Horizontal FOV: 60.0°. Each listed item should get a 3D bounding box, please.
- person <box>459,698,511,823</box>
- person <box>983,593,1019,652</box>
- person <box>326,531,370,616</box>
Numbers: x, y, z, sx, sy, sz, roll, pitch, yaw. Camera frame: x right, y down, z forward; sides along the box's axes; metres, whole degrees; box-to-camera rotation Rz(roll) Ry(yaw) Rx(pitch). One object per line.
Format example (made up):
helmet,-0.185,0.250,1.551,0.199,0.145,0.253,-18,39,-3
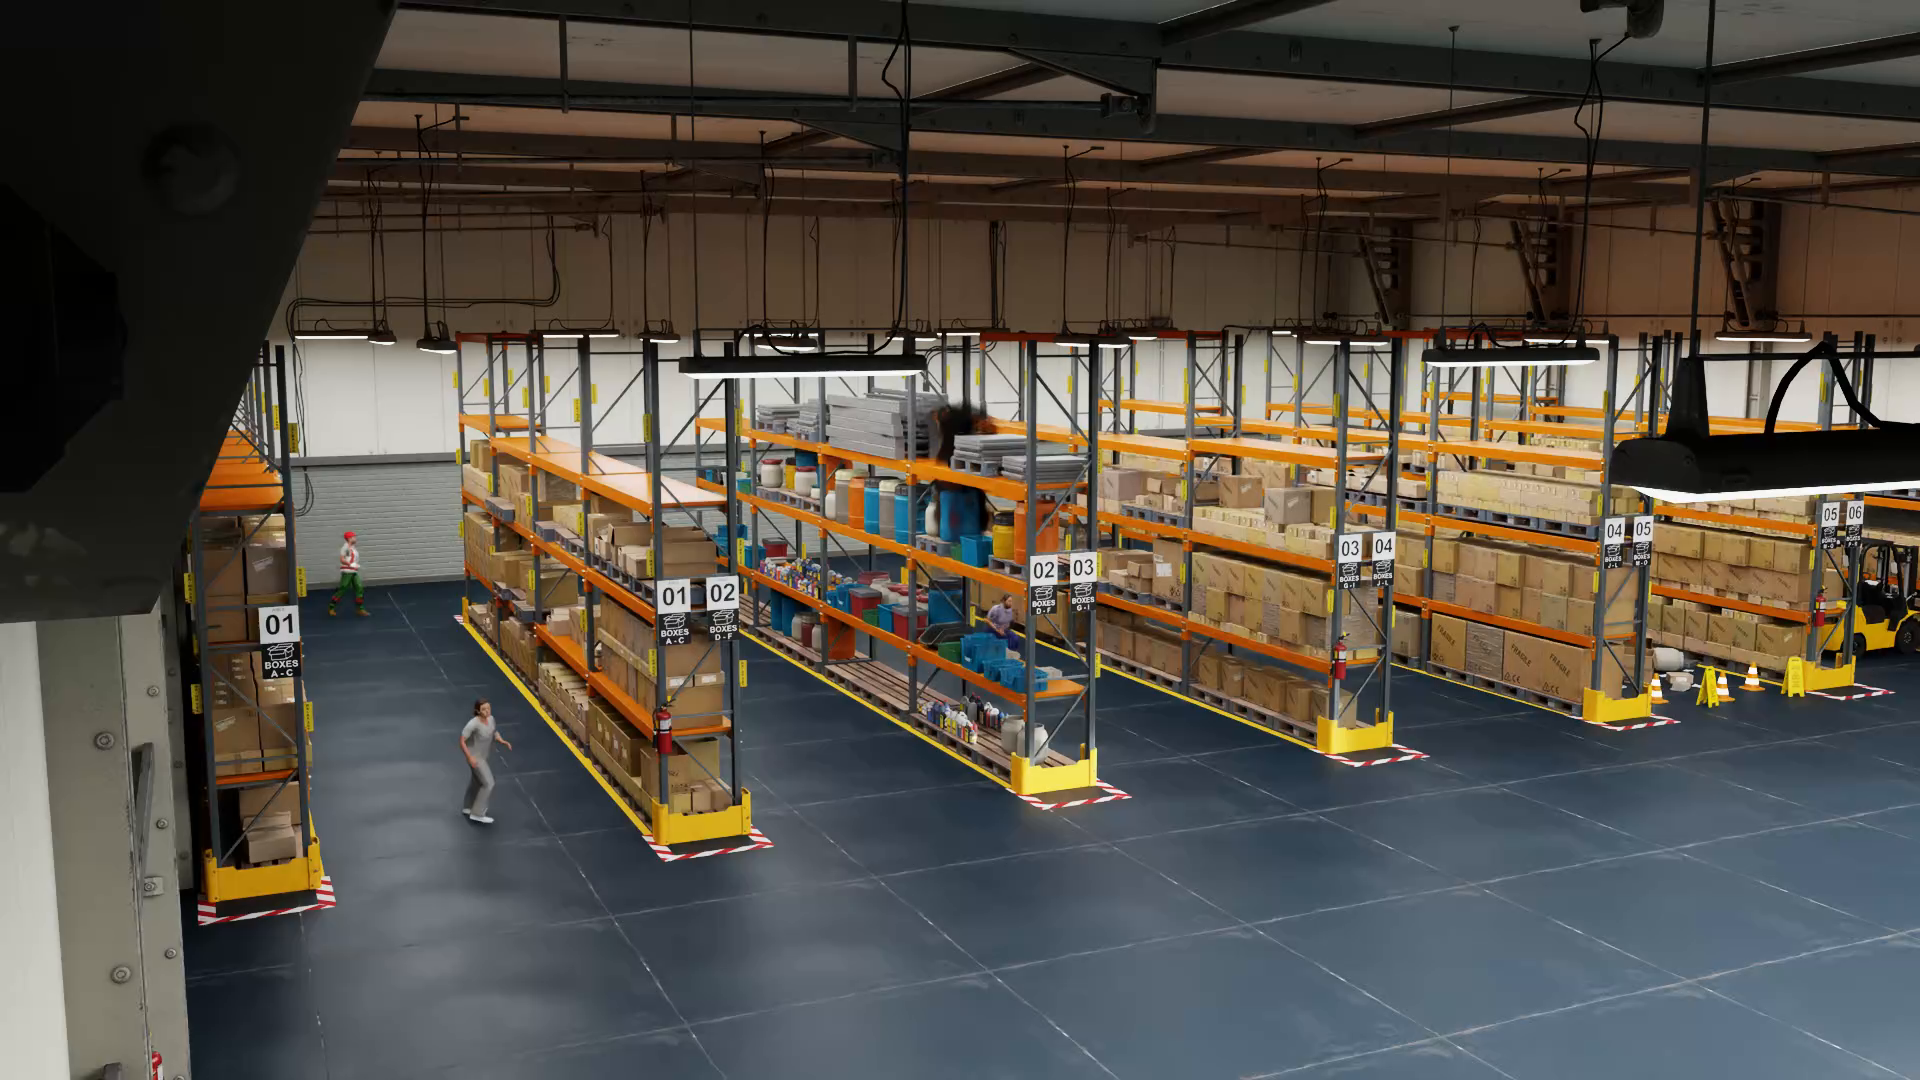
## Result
person,-6.014,2.747,20.947,0.765,1.608,0.611,1,8,8
person,0.594,1.628,28.967,1.014,1.475,0.642,7,10,43
person,-12.873,0.707,35.111,0.894,1.777,0.763,0,8,2
